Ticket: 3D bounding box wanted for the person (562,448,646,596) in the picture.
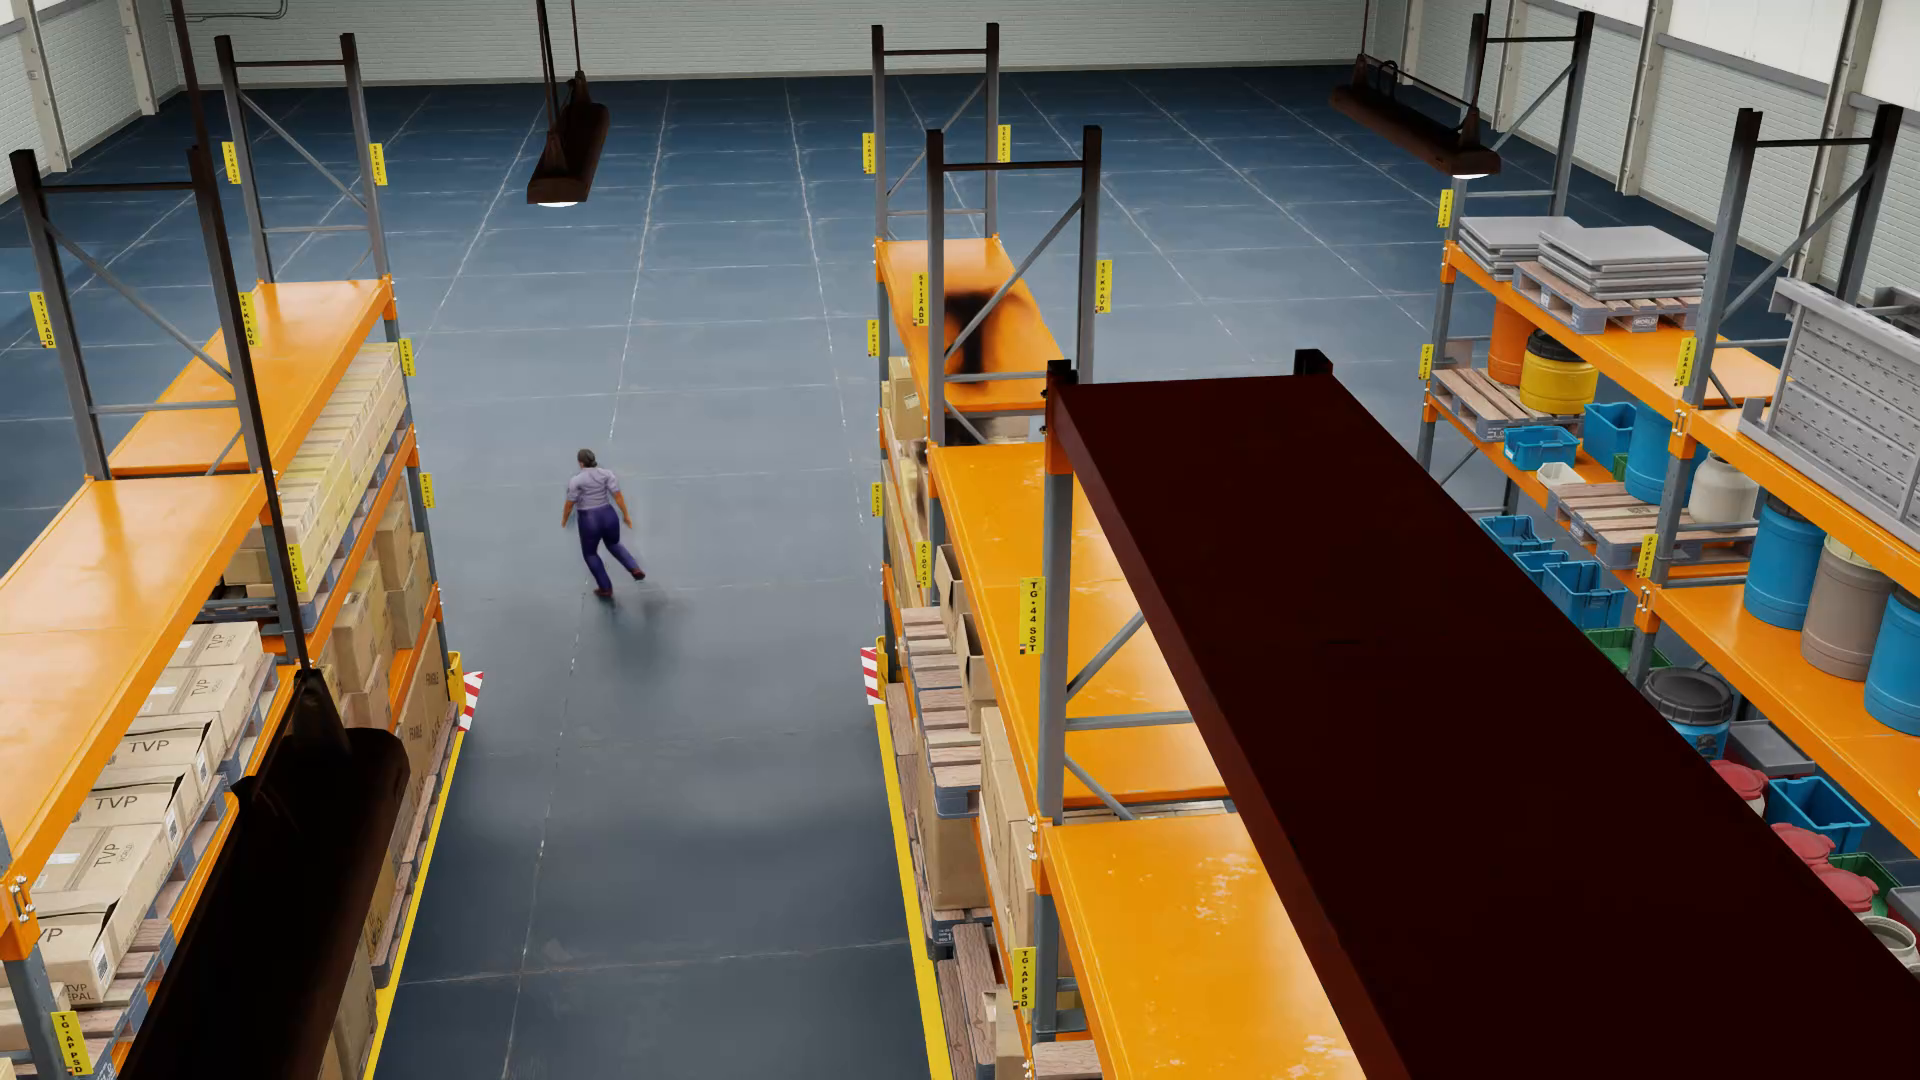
[{"bbox_3d":[-3.667,-0.174,17.028,0.664,1.636,0.667,-20,32,-36],"label":"person"}]
